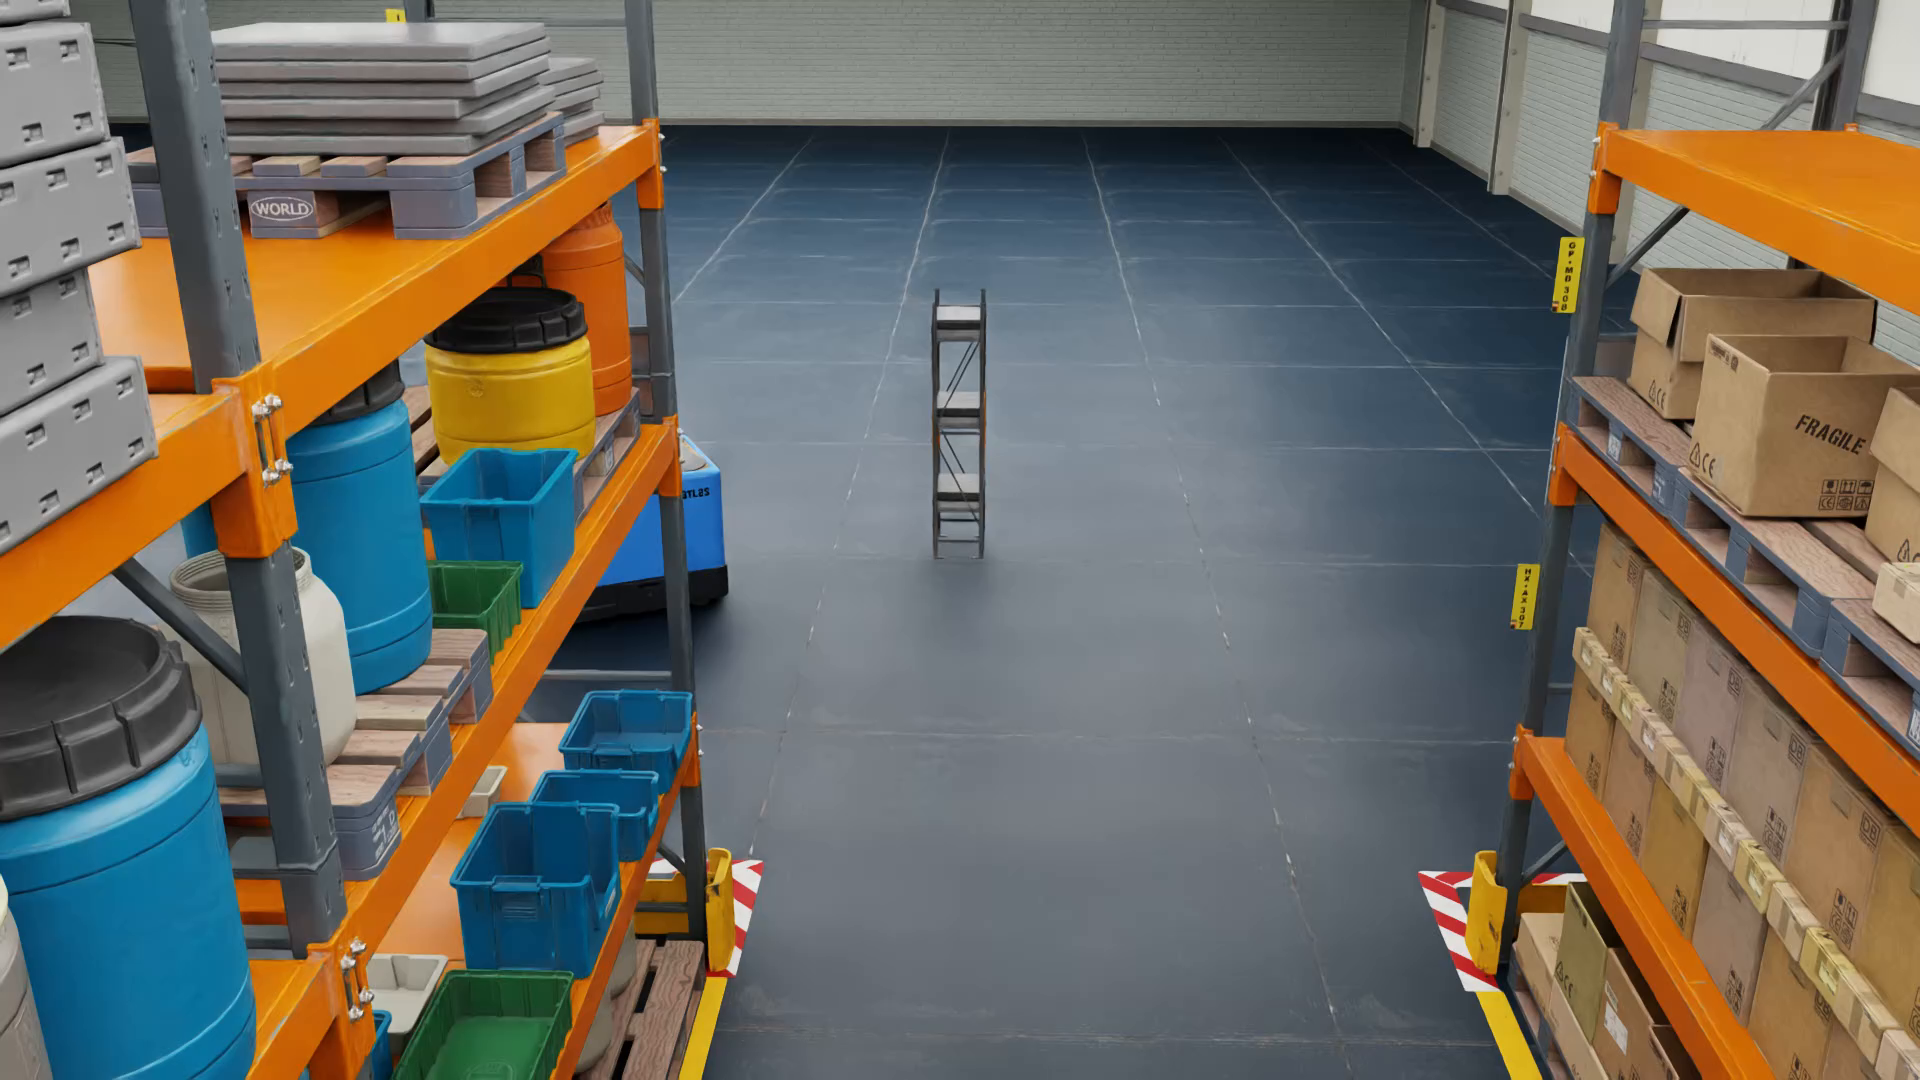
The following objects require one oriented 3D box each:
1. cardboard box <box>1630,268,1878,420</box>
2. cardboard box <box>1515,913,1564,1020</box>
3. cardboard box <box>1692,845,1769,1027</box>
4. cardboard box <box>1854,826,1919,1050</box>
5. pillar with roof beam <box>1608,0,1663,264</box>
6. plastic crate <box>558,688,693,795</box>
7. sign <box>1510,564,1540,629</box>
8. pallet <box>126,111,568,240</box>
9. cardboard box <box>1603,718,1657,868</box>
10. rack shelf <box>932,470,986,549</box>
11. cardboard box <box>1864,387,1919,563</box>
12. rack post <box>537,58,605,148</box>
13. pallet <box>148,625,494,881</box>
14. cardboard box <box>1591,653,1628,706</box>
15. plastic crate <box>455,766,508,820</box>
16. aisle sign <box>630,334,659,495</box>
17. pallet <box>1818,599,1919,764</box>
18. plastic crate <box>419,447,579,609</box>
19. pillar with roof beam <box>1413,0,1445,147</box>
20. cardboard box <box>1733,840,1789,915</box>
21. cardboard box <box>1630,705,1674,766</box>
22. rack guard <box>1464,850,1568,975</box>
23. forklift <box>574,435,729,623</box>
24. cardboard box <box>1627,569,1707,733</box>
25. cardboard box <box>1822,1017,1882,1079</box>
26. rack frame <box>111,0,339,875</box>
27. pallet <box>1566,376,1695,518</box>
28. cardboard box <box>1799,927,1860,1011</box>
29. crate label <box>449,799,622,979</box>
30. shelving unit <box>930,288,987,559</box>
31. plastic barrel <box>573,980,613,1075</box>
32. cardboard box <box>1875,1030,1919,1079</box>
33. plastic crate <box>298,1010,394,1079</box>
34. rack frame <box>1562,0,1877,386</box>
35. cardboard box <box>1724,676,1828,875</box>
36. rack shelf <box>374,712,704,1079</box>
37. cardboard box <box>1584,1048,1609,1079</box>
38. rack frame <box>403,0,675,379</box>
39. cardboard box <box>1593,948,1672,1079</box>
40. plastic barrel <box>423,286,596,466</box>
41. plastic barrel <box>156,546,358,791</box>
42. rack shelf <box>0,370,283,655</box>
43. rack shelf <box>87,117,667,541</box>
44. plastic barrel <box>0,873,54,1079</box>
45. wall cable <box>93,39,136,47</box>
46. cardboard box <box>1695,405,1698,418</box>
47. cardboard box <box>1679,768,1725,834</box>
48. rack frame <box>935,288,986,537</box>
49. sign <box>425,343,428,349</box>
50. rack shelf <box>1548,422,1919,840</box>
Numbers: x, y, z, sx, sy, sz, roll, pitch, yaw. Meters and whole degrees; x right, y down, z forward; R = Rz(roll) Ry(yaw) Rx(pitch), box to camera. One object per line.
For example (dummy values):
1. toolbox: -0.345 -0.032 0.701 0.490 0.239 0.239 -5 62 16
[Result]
1. cardboard box: 3.146 -0.787 6.641 0.797 0.503 0.637 2 21 5
2. cardboard box: 2.929 1.990 7.767 0.500 0.250 0.500 1 21 2
3. cardboard box: 3.096 1.394 5.944 0.700 0.500 0.500 1 21 3
4. cardboard box: 3.067 1.164 4.744 0.700 0.500 0.500 1 21 1
5. pillar with roof beam: 5.207 -8.324 22.836 9.100 9.000 0.400 1 21 2
6. plastic crate: -1.500 0.910 7.535 0.499 0.251 0.616 1 21 2
7. sign: 2.613 0.264 7.690 0.100 0.325 0.005 1 21 2
8. pallet: -1.873 -1.160 5.186 1.003 0.211 1.213 1 21 2
9. cardboard box: 3.129 1.024 6.897 0.700 0.500 0.500 1 21 3
10. rack shelf: -0.005 -0.254 13.546 0.431 0.518 0.480 1 21 2
11. cardboard box: 3.222 -0.143 4.980 0.797 0.503 0.637 3 21 8
12. rack post: -1.934 -1.635 6.288 0.937 0.300 0.954 3 21 7
13. pallet: -1.981 0.531 4.423 1.213 0.211 1.003 1 21 2
14. cardboard box: 2.935 0.598 7.098 0.380 0.149 0.250 0 21 0
15. plastic crate: -2.132 1.100 7.206 0.298 0.136 0.250 1 21 2
16. aisle sign: -1.484 -0.578 7.572 0.394 0.787 0.004 1 21 2
17. pallet: 3.046 0.493 4.381 1.003 0.211 1.213 1 21 2
18. plastic crate: -1.541 -0.042 5.658 0.392 0.384 0.575 1 21 2
19. pillar with roof beam: 5.572 -12.663 34.018 9.100 9.000 0.400 1 21 2
20. cardboard box: 2.885 1.154 5.667 0.380 0.149 0.250 1 21 3
21. cardboard box: 2.916 0.780 6.631 0.380 0.149 0.250 0 21 1
22. rack guard: 3.168 1.869 8.314 1.175 0.500 0.348 1 21 2
23. forklift: -3.316 -0.831 11.913 3.031 2.935 1.130 -9 23 -22
24. cardboard box: 3.128 0.439 6.612 0.700 0.500 0.500 0 21 0
25. cardboard box: 3.063 1.761 4.999 0.700 0.500 0.500 0 21 1
26. rack frame: -1.905 -0.694 3.171 1.000 3.000 0.127 1 21 2
27. pallet: 3.120 -0.389 6.655 1.003 0.211 1.213 1 21 2
28. cardboard box: 2.873 1.341 5.184 0.380 0.149 0.250 1 21 1
29. crate label: -1.569 1.309 6.254 0.502 0.435 0.616 1 21 2
30. shelving unit: -0.005 -0.919 13.288 0.431 2.100 0.503 1 21 2
31. plastic barrel: -1.742 2.041 7.275 0.421 0.512 0.421 0 21 0
32. cardboard box: 2.855 1.525 4.710 0.380 0.149 0.250 0 21 0
33. plastic crate: -2.143 1.769 5.322 0.499 0.251 0.616 1 21 2
34. rack frame: 3.167 -2.084 6.754 1.000 3.000 0.127 1 21 2
35. cardboard box: 3.099 0.802 5.676 0.700 0.500 0.500 1 21 2
36. rack shelf: -1.844 1.715 6.250 1.077 0.370 4.000 1 21 2
37. cardboard box: 2.902 2.352 6.835 0.500 0.250 0.500 1 21 2
38. rack frame: -1.783 -2.140 6.898 1.000 3.000 0.127 1 21 2
39. cardboard box: 2.913 2.002 6.699 0.500 0.500 0.500 1 21 2
40. plastic barrel: -1.691 -0.612 6.265 0.600 0.588 0.600 0 21 0
41. plastic barrel: -1.696 0.303 4.013 0.421 0.512 0.421 0 21 0
42. rack shelf: -1.966 0.551 1.509 1.077 0.370 4.000 1 21 2
43. rack shelf: -1.844 -0.895 5.237 1.077 0.370 4.000 1 21 2
44. plastic barrel: -1.724 0.894 2.533 0.600 0.901 0.600 0 21 0
45. wall cable: -20.199 -12.565 38.058 3.097 2.526 0.112 1 21 2
46. cardboard box: 2.955 -0.406 6.150 0.380 0.149 0.250 1 21 2
47. cardboard box: 2.903 0.969 6.144 0.380 0.149 0.250 0 21 1
48. rack frame: 0.002 -1.007 13.516 0.400 2.100 0.015 1 21 2
49. sign: -2.333 -0.754 7.459 0.100 0.325 0.005 1 21 2
50. rack shelf: 3.107 0.373 5.563 1.077 0.370 4.000 1 21 2
